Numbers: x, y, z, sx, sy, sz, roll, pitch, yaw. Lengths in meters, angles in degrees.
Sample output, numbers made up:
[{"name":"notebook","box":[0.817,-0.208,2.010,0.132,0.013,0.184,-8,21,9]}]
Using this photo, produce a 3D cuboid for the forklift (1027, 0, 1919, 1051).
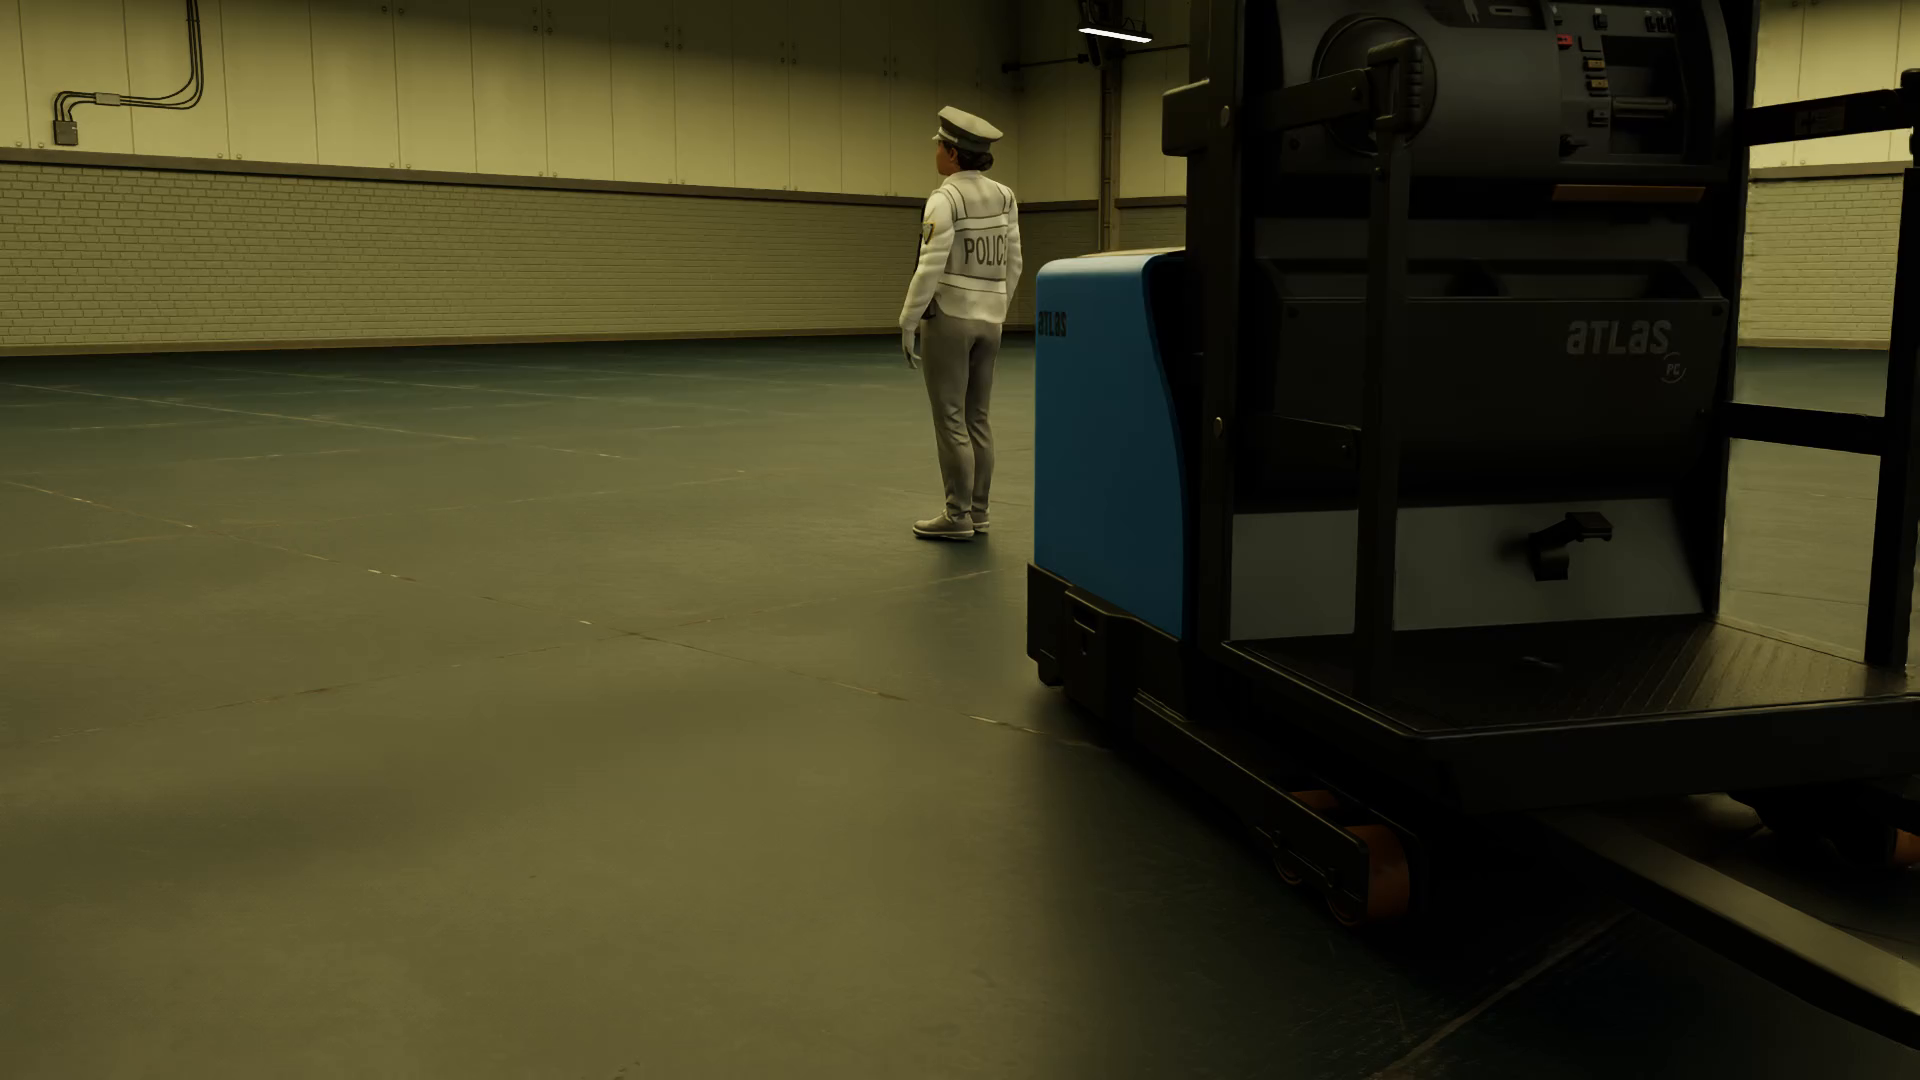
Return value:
[{"name":"forklift","box":[1.053,-0.898,2.836,1.130,2.935,3.031,-2,9,-15]}]

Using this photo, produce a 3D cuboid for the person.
[{"name":"person","box":[-0.044,-0.853,6.642,0.531,1.694,0.586,8,12,43]}]
